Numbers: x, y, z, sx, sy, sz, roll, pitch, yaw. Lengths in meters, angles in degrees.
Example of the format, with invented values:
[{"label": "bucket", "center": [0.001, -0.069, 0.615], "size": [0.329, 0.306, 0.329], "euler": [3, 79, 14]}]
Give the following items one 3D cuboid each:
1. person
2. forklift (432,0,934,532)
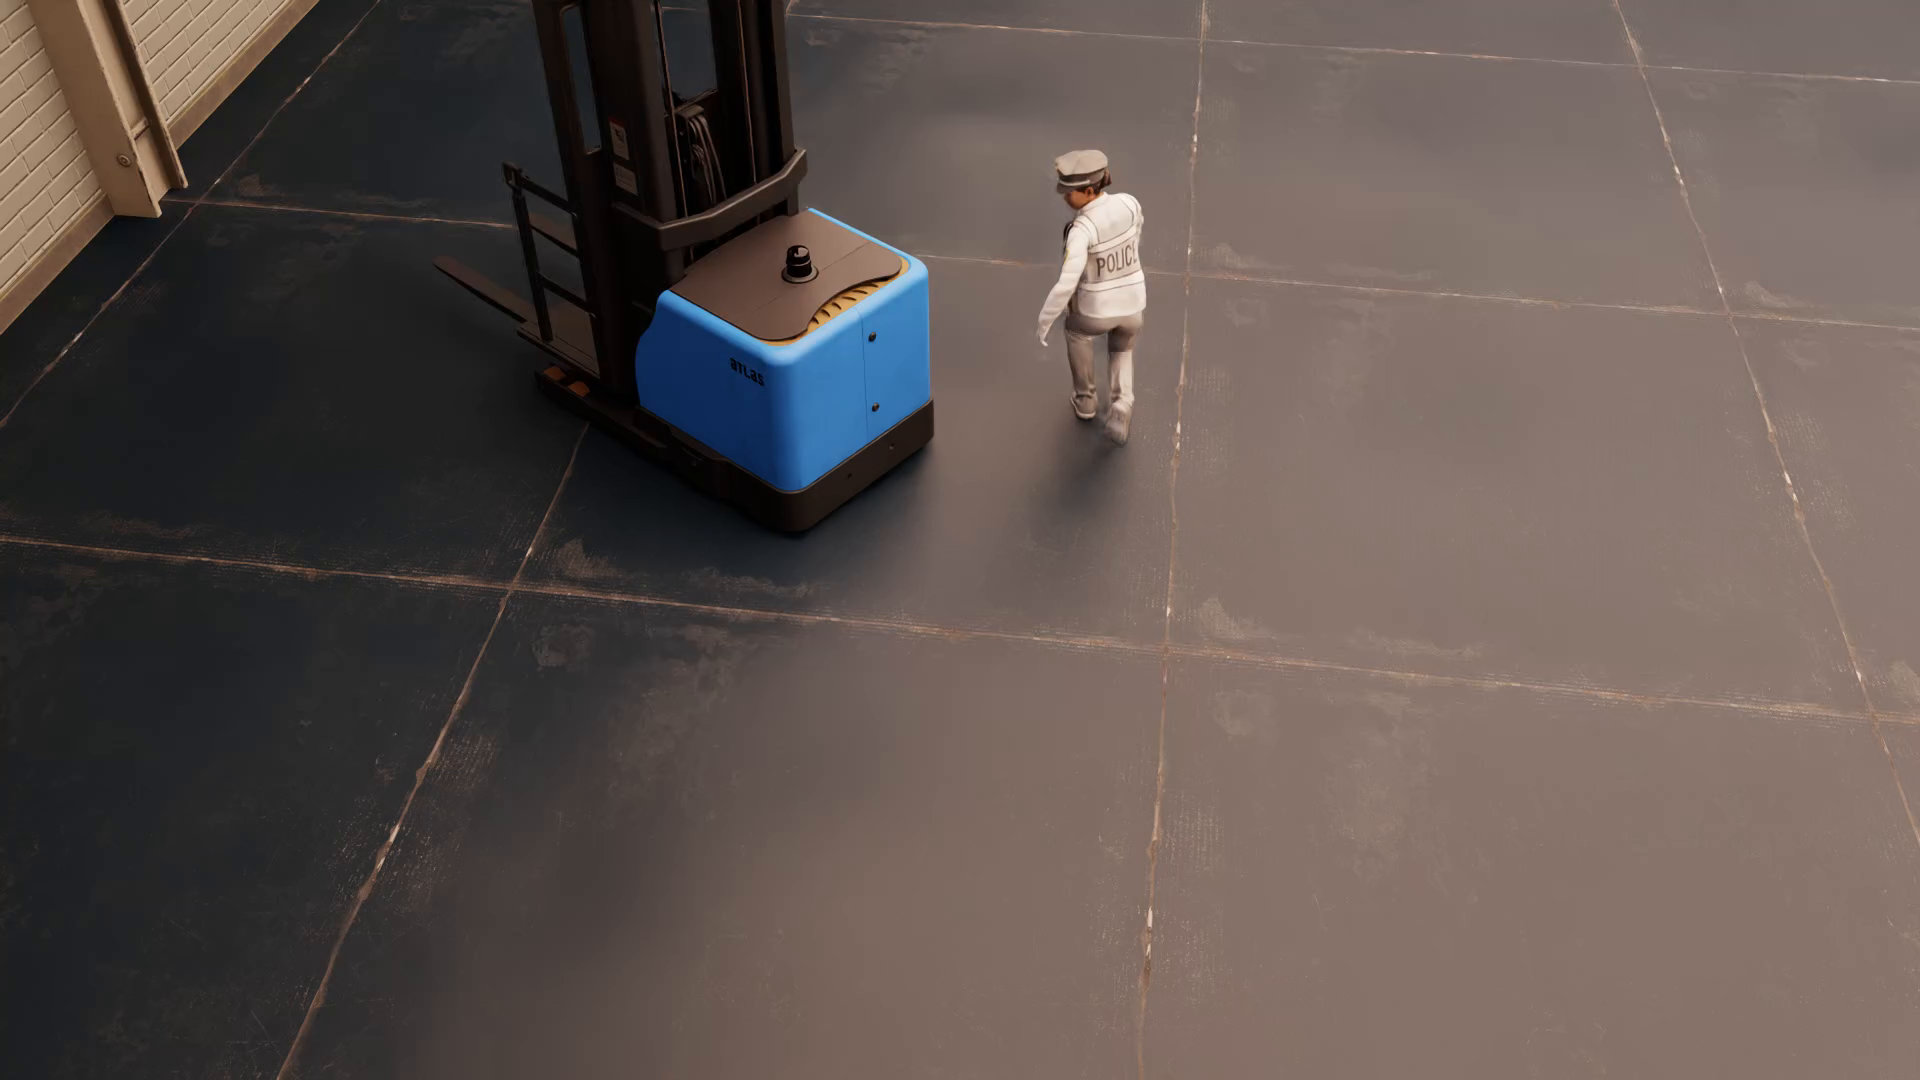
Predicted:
[{"label": "person", "center": [0.655, -1.148, 8.093], "size": [0.628, 1.458, 0.671], "euler": [-13, 44, -14]}, {"label": "forklift", "center": [-1.576, -1.973, 7.872], "size": [3.031, 2.935, 1.130], "euler": [30, 51, 29]}]
